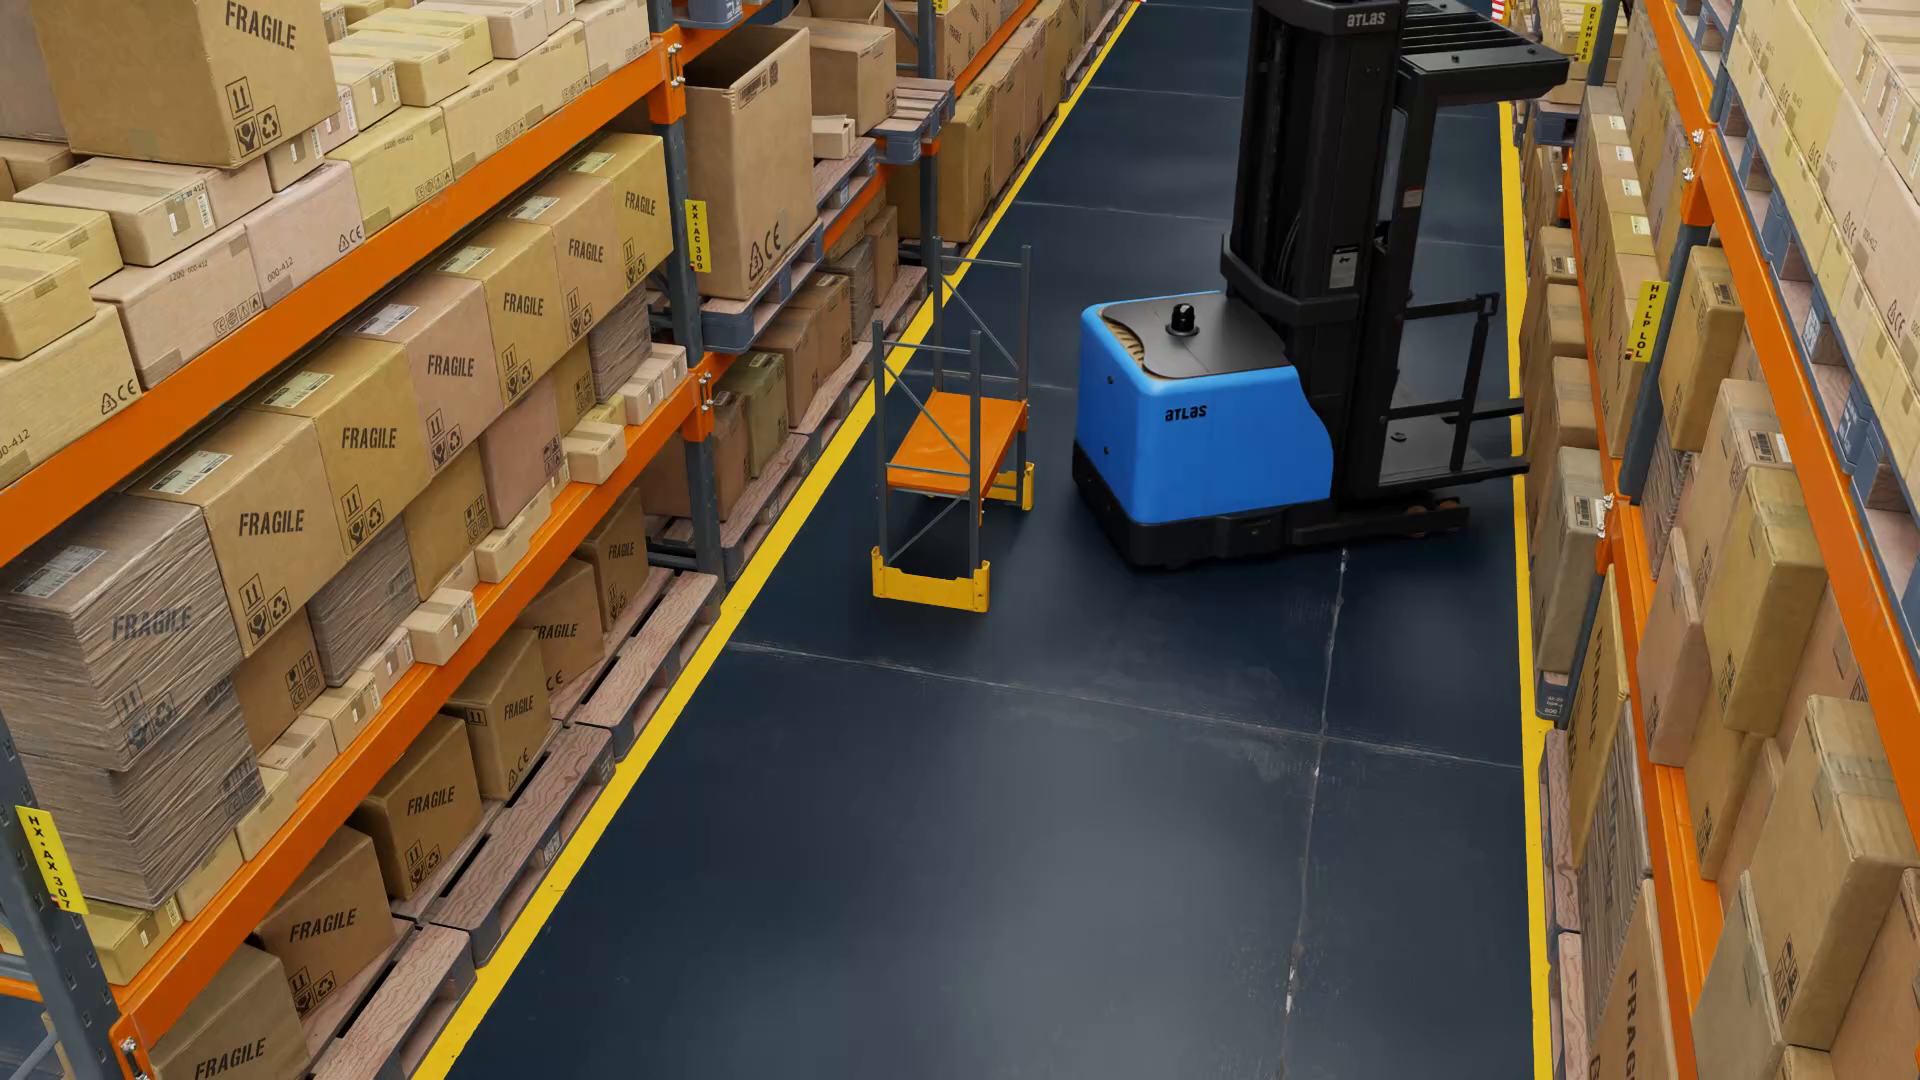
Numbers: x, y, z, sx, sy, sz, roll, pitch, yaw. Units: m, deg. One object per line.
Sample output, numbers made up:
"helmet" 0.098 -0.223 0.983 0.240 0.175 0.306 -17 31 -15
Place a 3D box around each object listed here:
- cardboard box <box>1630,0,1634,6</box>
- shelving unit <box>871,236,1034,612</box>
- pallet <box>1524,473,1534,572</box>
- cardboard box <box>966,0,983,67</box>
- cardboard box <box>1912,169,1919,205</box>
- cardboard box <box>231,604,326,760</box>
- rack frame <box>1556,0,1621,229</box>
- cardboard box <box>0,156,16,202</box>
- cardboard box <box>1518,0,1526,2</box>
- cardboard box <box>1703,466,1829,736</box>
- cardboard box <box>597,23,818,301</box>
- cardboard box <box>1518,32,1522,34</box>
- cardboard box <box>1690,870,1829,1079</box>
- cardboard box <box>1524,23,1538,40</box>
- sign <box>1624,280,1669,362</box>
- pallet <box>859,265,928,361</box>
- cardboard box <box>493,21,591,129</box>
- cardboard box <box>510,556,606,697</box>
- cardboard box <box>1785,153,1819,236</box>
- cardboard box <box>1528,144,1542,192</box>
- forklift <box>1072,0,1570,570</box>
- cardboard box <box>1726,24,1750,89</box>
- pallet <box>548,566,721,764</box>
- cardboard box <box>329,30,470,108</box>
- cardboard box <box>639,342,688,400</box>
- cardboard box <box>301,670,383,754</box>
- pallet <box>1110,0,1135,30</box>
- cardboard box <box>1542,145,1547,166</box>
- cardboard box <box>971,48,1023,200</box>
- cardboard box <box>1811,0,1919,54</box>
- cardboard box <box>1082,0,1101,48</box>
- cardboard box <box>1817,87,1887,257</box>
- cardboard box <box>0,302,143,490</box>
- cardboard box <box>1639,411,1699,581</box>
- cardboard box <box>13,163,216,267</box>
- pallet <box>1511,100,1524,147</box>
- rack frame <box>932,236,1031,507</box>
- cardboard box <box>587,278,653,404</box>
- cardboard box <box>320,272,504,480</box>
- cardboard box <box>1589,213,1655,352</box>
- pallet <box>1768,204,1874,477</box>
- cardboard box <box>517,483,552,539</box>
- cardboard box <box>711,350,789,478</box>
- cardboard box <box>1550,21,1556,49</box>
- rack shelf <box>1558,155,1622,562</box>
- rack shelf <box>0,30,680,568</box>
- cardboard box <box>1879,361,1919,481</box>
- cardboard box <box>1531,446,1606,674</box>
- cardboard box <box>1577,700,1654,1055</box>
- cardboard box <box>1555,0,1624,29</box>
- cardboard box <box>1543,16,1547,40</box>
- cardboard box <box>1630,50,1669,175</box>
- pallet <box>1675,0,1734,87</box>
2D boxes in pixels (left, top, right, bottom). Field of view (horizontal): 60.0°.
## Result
"cardboard box" 5.032 -3.890 11.916 0.380 0.149 0.250 6 33 10
"shelving unit" -0.019 -0.593 8.285 0.587 1.500 1.083 8 33 12
"pallet" 3.536 -0.163 8.810 1.003 0.211 1.213 8 33 12
"cardboard box" -0.137 -3.623 11.560 0.500 0.500 0.500 7 33 11
"cardboard box" 2.106 -0.682 3.237 0.380 0.149 0.250 8 33 13
"cardboard box" -2.505 0.328 5.067 0.875 0.500 0.500 8 33 12
"rack frame" 4.120 -2.370 9.682 1.000 3.000 0.127 8 33 12
"cardboard box" -2.730 -0.913 4.363 0.380 0.149 0.250 8 33 13
"cardboard box" 5.547 -5.248 15.921 0.380 0.149 0.250 8 33 12
"cardboard box" 2.554 0.212 4.474 0.875 0.550 0.500 8 33 12
"cardboard box" -1.330 -1.846 7.907 1.000 1.000 1.000 8 33 13
"cardboard box" 5.373 -4.610 15.472 0.380 0.149 0.250 6 33 10
"cardboard box" 2.259 1.231 3.878 0.875 0.550 0.550 8 33 12
"cardboard box" 5.177 -4.436 14.644 0.380 0.149 0.250 6 33 10
"sign" 2.578 -0.818 6.236 0.100 0.325 0.005 8 33 12
"pallet" -0.852 -1.516 10.938 1.003 0.211 1.213 8 33 12
"cardboard box" -1.673 -1.683 5.945 0.500 0.250 0.500 9 34 14
"cardboard box" -1.945 0.356 7.333 0.500 0.500 0.500 19 37 27
"cardboard box" 2.362 -0.870 4.276 0.380 0.149 0.250 8 33 12
"cardboard box" 4.439 -2.672 12.096 0.500 0.500 0.500 9 33 13
"forklift" 2.193 -1.516 8.403 3.031 2.935 1.130 -8 33 -13
"cardboard box" 2.684 -1.531 5.316 0.380 0.149 0.250 7 33 12
"pallet" -1.803 0.508 7.754 1.003 0.211 1.213 8 33 12
"cardboard box" -1.799 -1.500 5.286 0.380 0.149 0.250 10 34 15
"cardboard box" -1.437 -0.765 7.391 0.380 0.149 0.250 8 33 12
"cardboard box" -2.106 0.528 5.358 0.380 0.149 0.250 8 33 12
"pallet" 1.251 -5.647 17.436 1.003 0.211 1.213 8 33 12
"cardboard box" 4.302 -2.725 11.480 0.500 0.250 0.500 9 33 14
"cardboard box" -0.223 -3.195 12.569 1.225 0.875 0.875 8 33 13
"cardboard box" 2.427 -1.338 4.269 0.380 0.149 0.250 8 33 13
"cardboard box" 0.837 -5.253 15.806 0.875 0.875 0.875 8 33 12
"cardboard box" 2.328 -0.840 3.857 0.500 0.250 0.500 8 33 13
"cardboard box" -2.310 -0.364 3.870 0.500 0.250 0.500 9 34 14
"cardboard box" 3.023 -0.165 6.073 0.875 0.550 0.550 8 33 12
"cardboard box" -2.146 -0.830 4.231 0.380 0.149 0.250 9 34 14
"pallet" 5.271 -3.622 14.251 1.003 0.211 1.213 8 33 12
"rack frame" 0.107 -0.852 8.693 0.500 1.500 0.032 8 33 12
"cardboard box" -1.841 -0.965 7.101 0.875 0.500 0.500 8 33 12
"cardboard box" -1.899 -0.563 5.537 0.500 0.500 0.500 8 33 12
"cardboard box" 3.235 -1.168 7.699 0.500 0.500 0.500 8 33 13
"pallet" 2.576 -0.469 3.978 1.003 0.211 1.213 8 33 12
"cardboard box" -1.802 -0.123 6.381 0.380 0.149 0.250 8 33 12
"cardboard box" -1.351 -0.714 8.996 0.700 0.500 0.500 8 33 12
"cardboard box" 3.935 -3.161 10.492 0.380 0.149 0.250 9 33 14
"rack shelf" 3.613 -1.029 8.243 1.077 0.370 4.000 8 33 12
"rack shelf" -2.174 -0.947 5.318 1.077 0.370 4.000 8 33 12
"cardboard box" 2.040 -0.212 3.241 0.380 0.149 0.250 8 33 13
"cardboard box" 3.176 0.143 7.434 1.050 0.750 0.750 8 33 12
"cardboard box" 2.653 1.210 5.640 0.875 0.875 0.875 8 33 13
"cardboard box" 3.933 -3.275 10.394 0.380 0.149 0.250 9 34 14
"cardboard box" 4.131 -3.425 11.184 0.380 0.149 0.250 9 34 14
"cardboard box" 3.741 -2.074 8.191 0.700 0.500 0.500 8 33 12
"pallet" 3.290 -1.962 6.423 0.805 0.209 1.217 7 33 10
